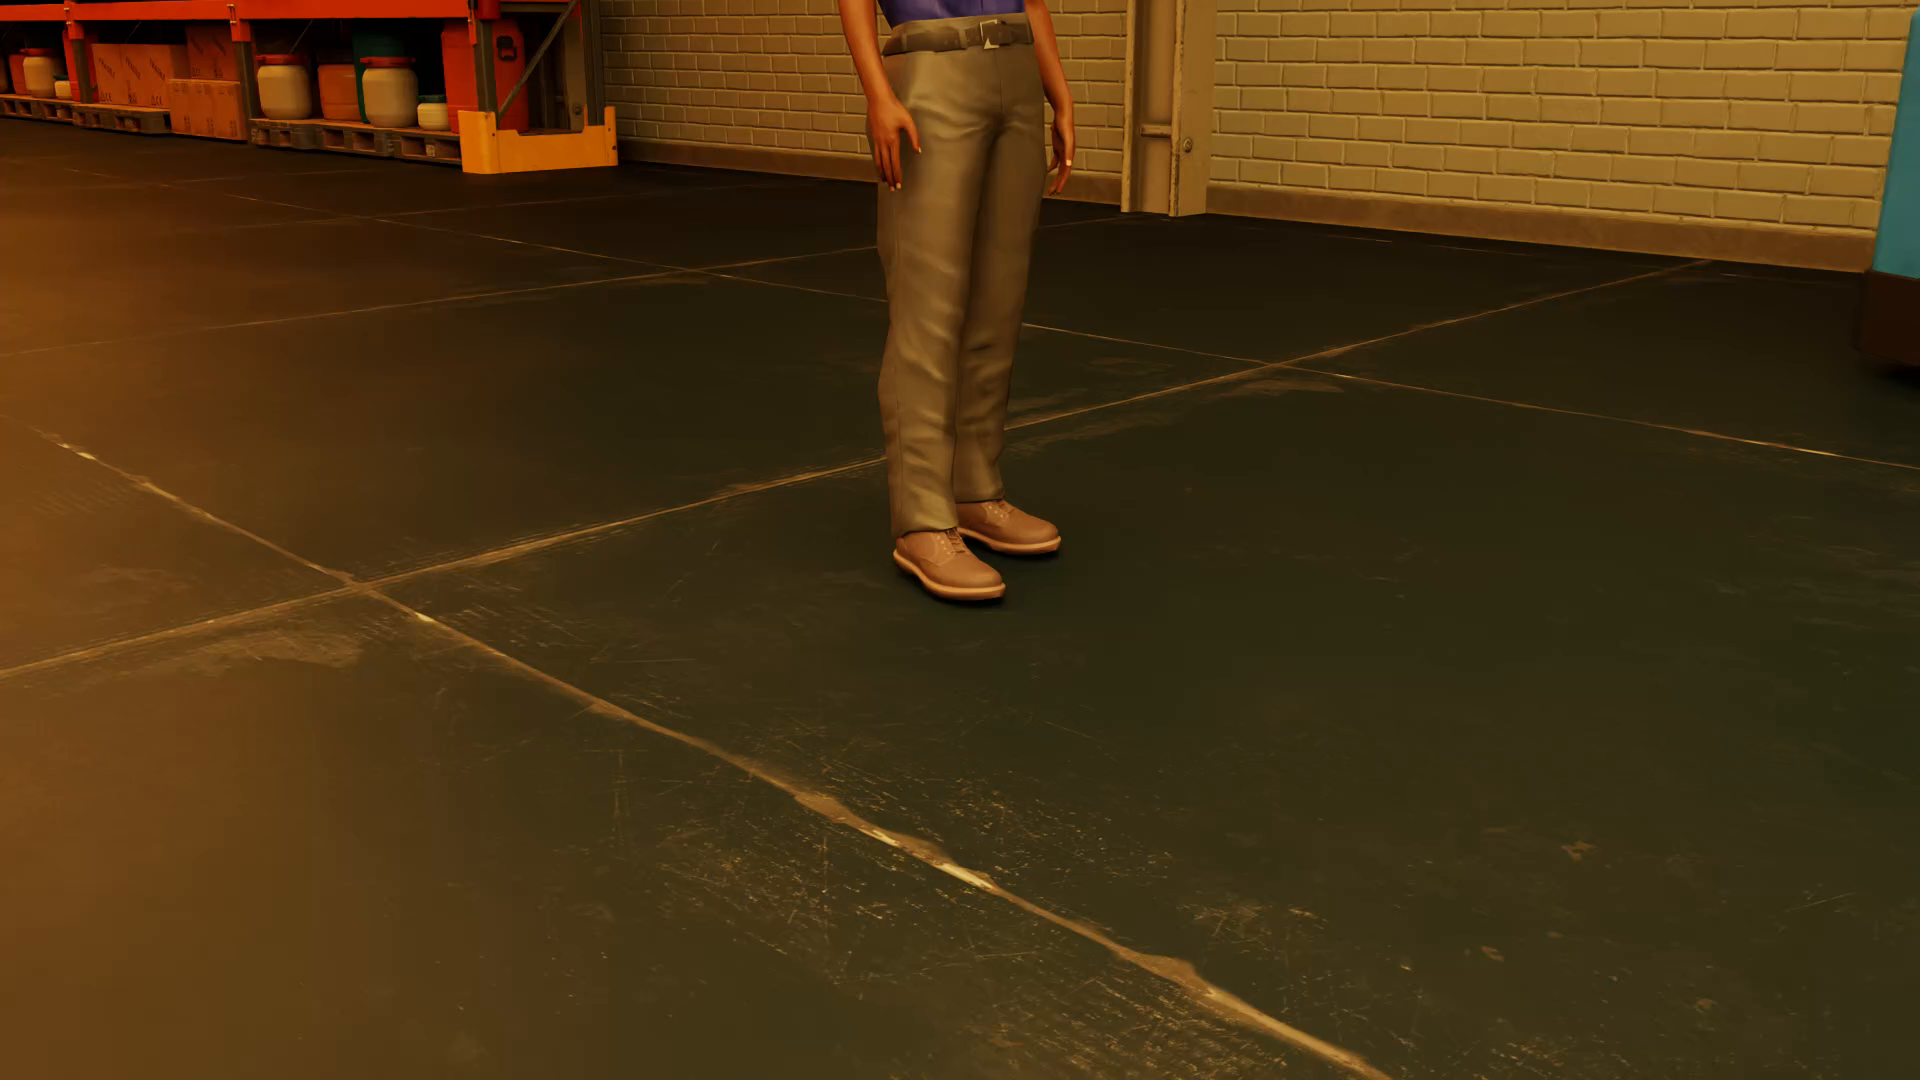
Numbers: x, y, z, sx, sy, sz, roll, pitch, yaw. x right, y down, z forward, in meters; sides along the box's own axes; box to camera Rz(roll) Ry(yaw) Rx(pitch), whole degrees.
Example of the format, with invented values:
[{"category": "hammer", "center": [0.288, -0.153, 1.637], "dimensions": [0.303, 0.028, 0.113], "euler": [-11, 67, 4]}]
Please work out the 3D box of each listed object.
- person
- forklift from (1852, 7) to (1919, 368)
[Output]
[{"category": "person", "center": [0.048, -0.775, 3.076], "dimensions": [0.504, 1.654, 0.569], "euler": [16, 23, 42]}, {"category": "forklift", "center": [4.257, -1.853, 4.432], "dimensions": [3.031, 2.935, 1.130], "euler": [-3, 17, -10]}]
